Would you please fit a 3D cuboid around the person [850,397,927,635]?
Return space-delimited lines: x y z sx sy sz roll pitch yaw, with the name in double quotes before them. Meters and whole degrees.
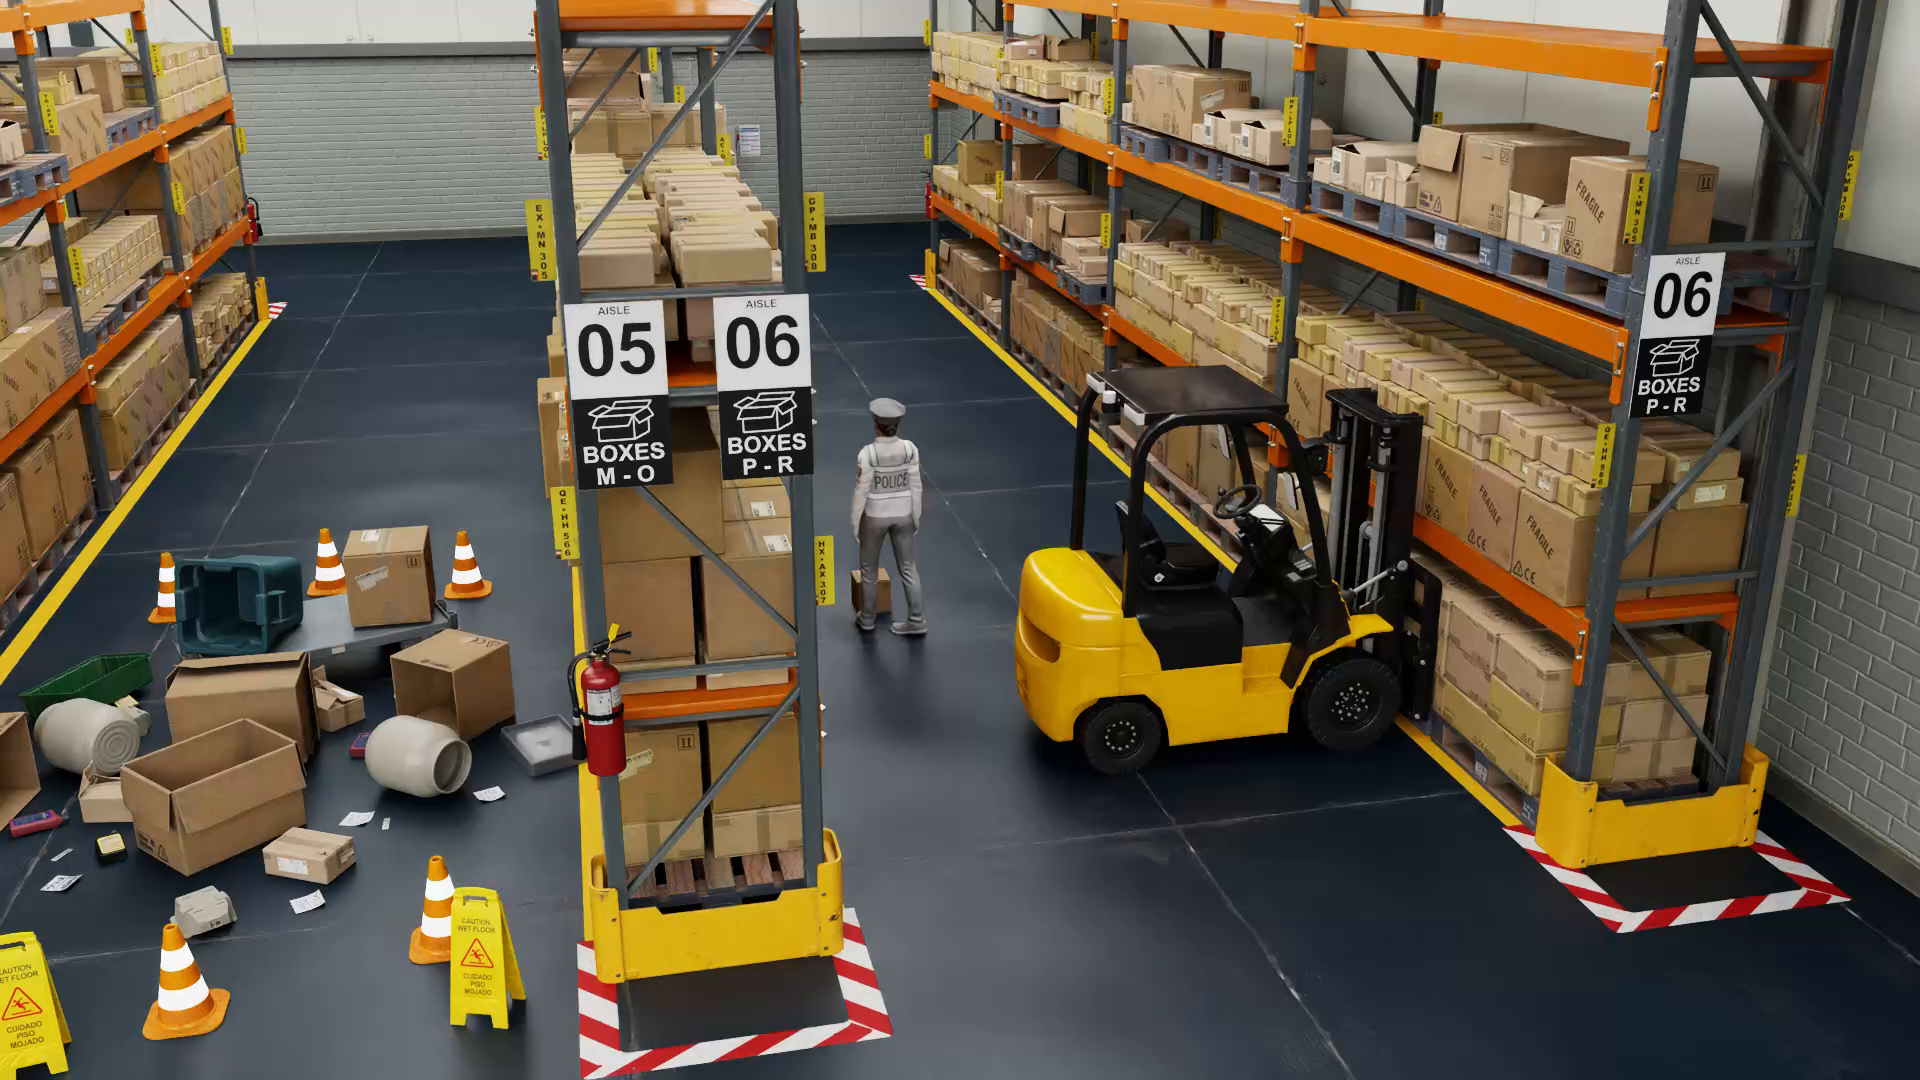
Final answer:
"person" -0.537 -0.156 11.483 0.507 1.691 0.528 -8 21 -22
